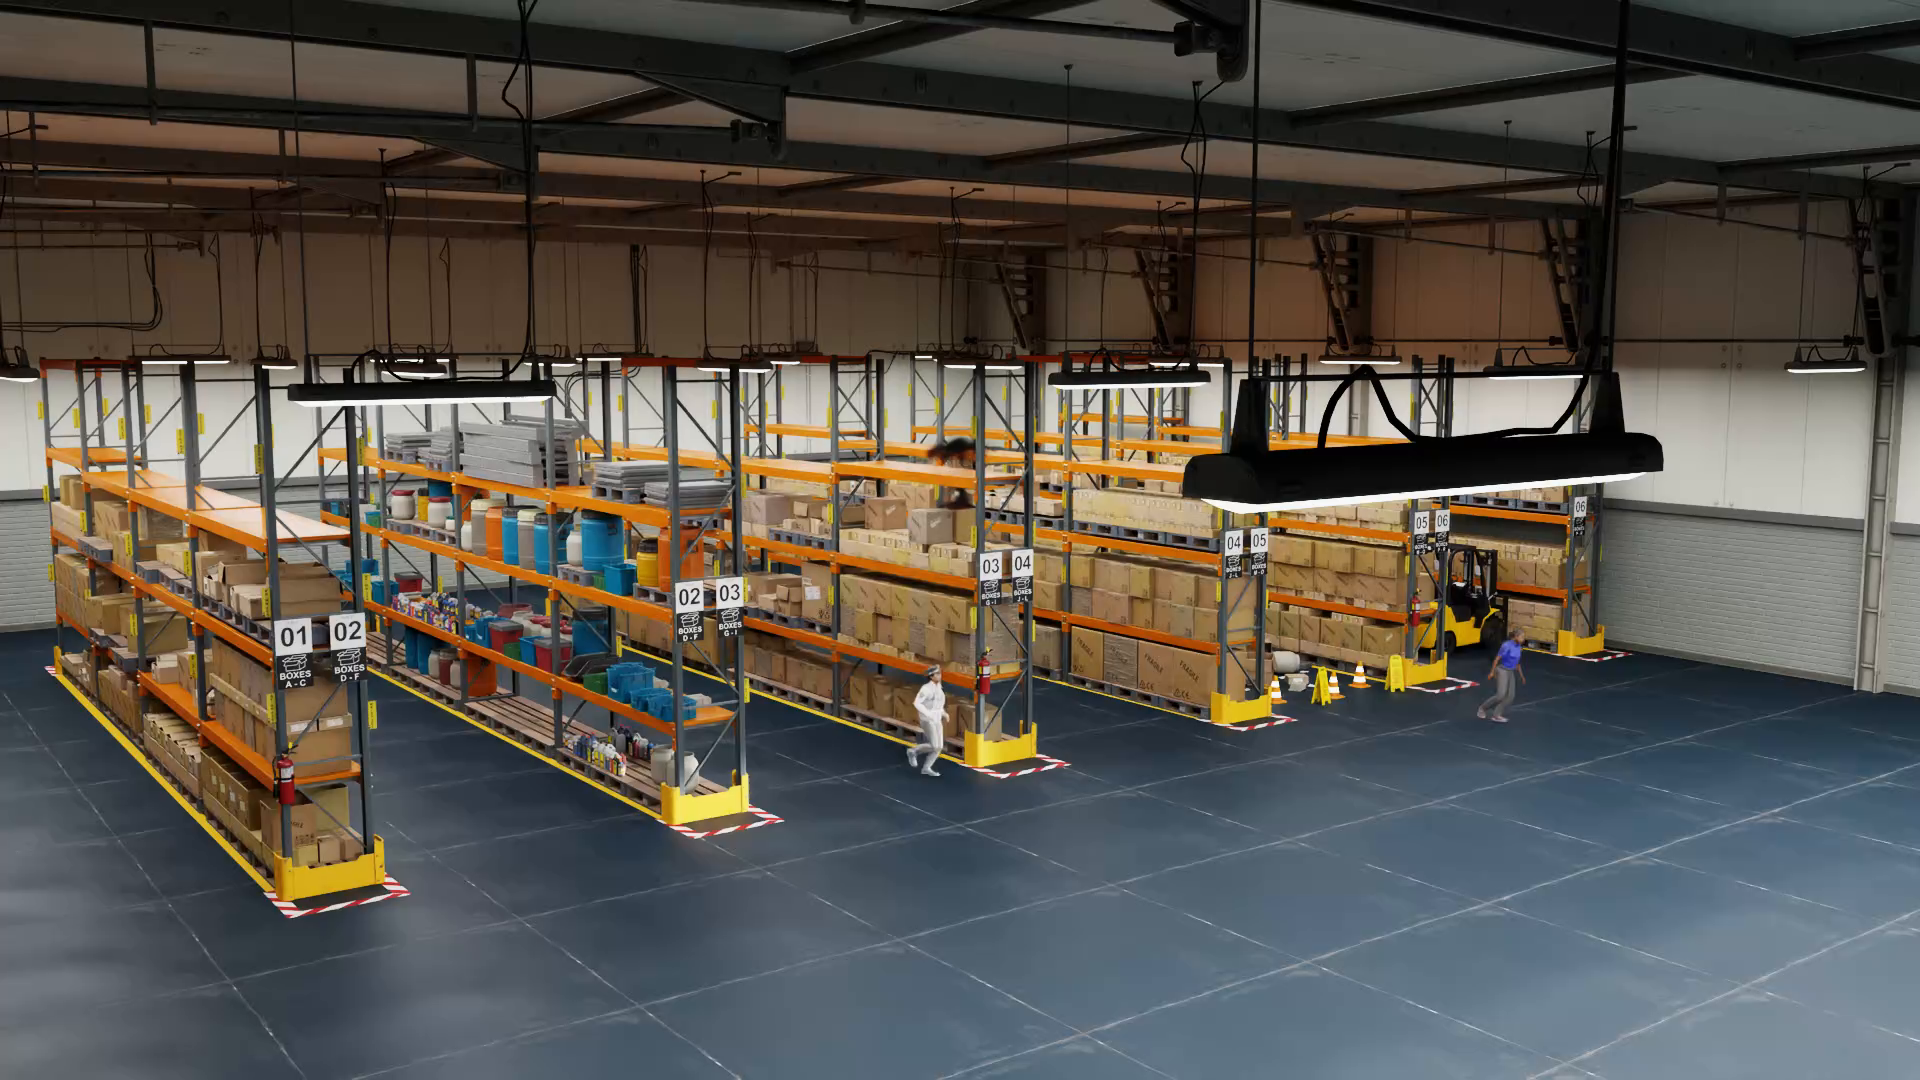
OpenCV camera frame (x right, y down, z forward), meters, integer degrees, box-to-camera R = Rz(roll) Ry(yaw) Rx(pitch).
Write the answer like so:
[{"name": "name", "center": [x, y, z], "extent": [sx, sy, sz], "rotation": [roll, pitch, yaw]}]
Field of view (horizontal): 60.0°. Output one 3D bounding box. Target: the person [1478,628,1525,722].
[{"name": "person", "center": [8.996, 2.236, 27.598], "extent": [0.726, 1.576, 0.608], "rotation": [-7, 10, -44]}]

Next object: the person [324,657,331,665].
[{"name": "person", "center": [-11.971, 1.763, 31.123], "extent": [0.576, 1.741, 0.898], "rotation": [-4, 8, -29]}]

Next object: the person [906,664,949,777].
[{"name": "person", "center": [-0.460, 2.619, 24.273], "extent": [0.585, 1.631, 0.612], "rotation": [4, 8, 30]}]

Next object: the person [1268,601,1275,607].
[{"name": "person", "center": [6.871, 1.269, 35.930], "extent": [0.613, 1.544, 0.538], "rotation": [6, 9, 40]}]
